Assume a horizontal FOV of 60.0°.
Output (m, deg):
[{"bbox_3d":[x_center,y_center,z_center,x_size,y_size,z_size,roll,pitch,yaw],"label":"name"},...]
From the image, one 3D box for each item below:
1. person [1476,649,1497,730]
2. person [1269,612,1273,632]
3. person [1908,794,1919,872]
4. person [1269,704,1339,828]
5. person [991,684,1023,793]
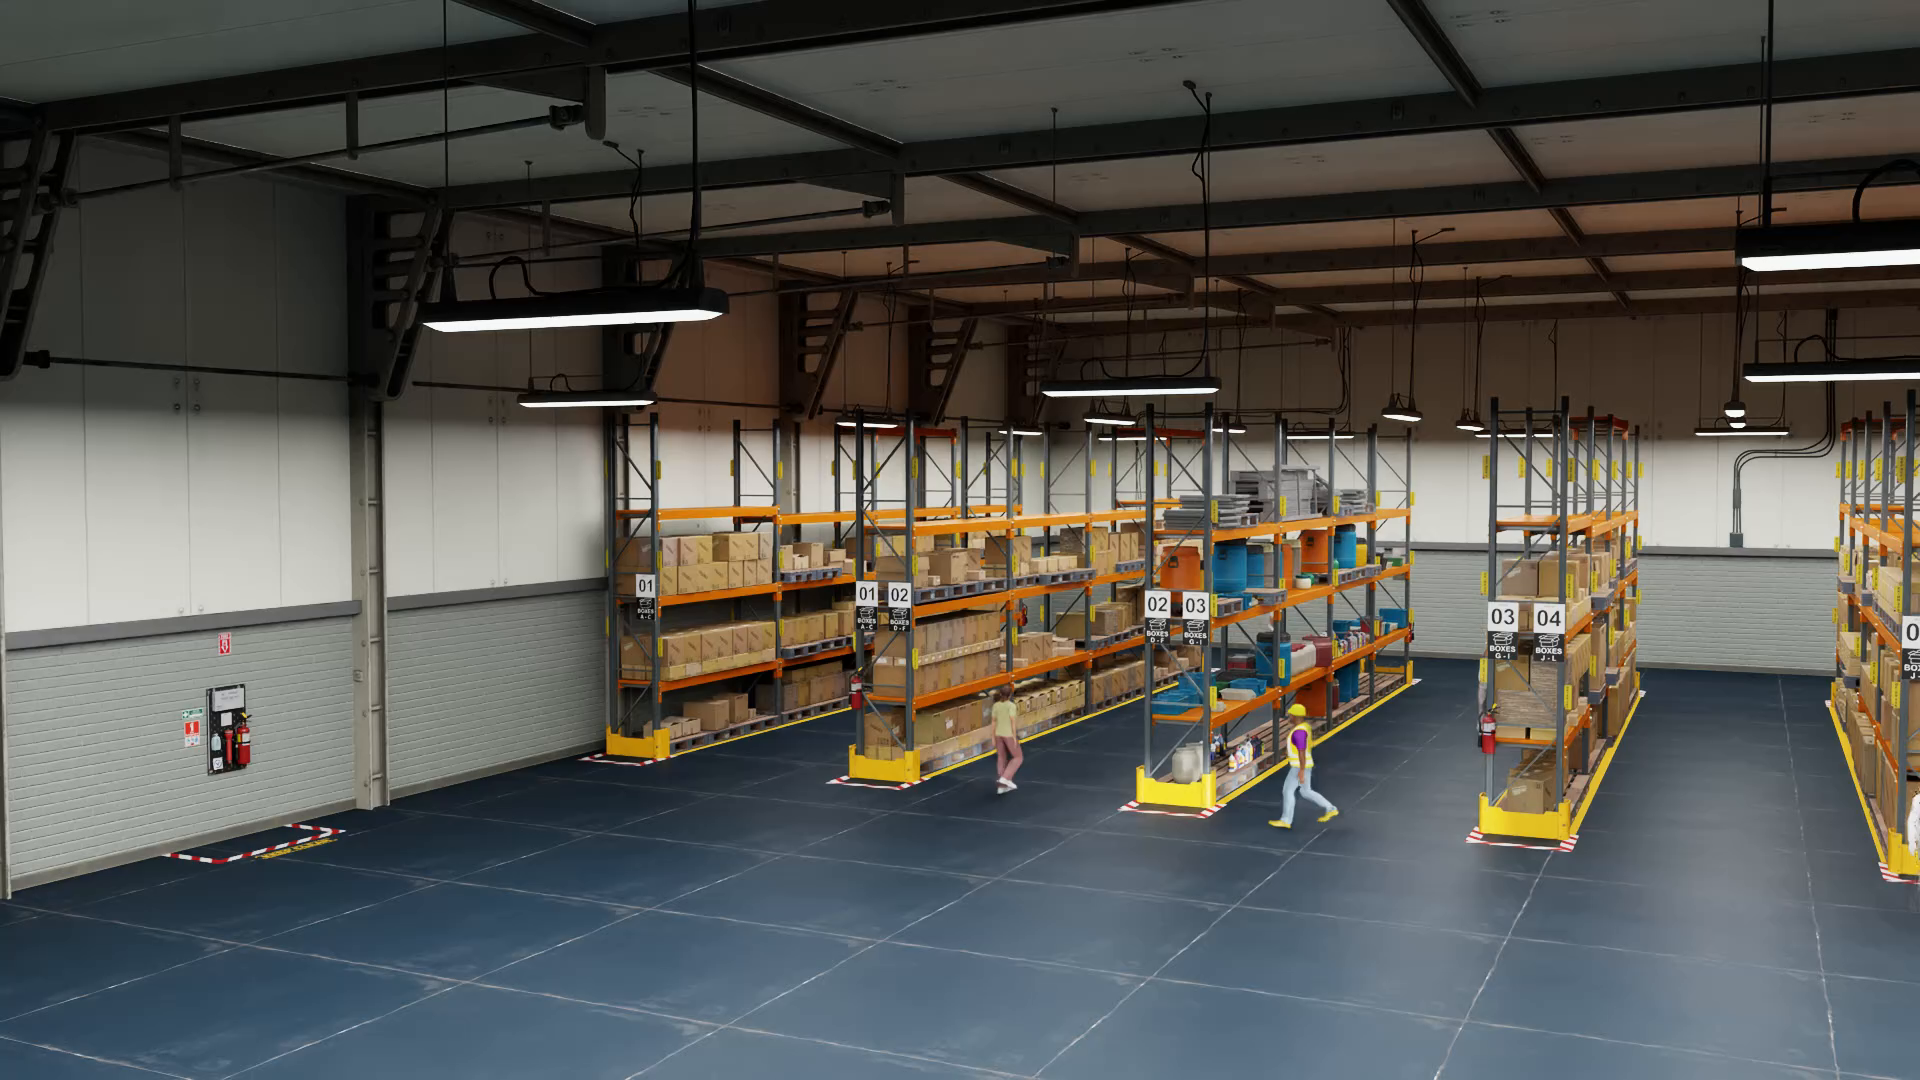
[{"bbox_3d":[10.129,2.862,31.900,0.432,1.552,0.903,2,3,34],"label":"person"},{"bbox_3d":[8.155,2.294,43.096,0.680,1.776,0.616,2,3,37],"label":"person"},{"bbox_3d":[10.840,3.388,18.435,0.535,1.647,0.749,1,3,17],"label":"person"},{"bbox_3d":[4.803,3.153,23.206,0.961,1.737,0.609,0,2,12],"label":"person"},{"bbox_3d":[0.698,3.078,25.790,0.494,1.660,0.462,2,3,36],"label":"person"}]
